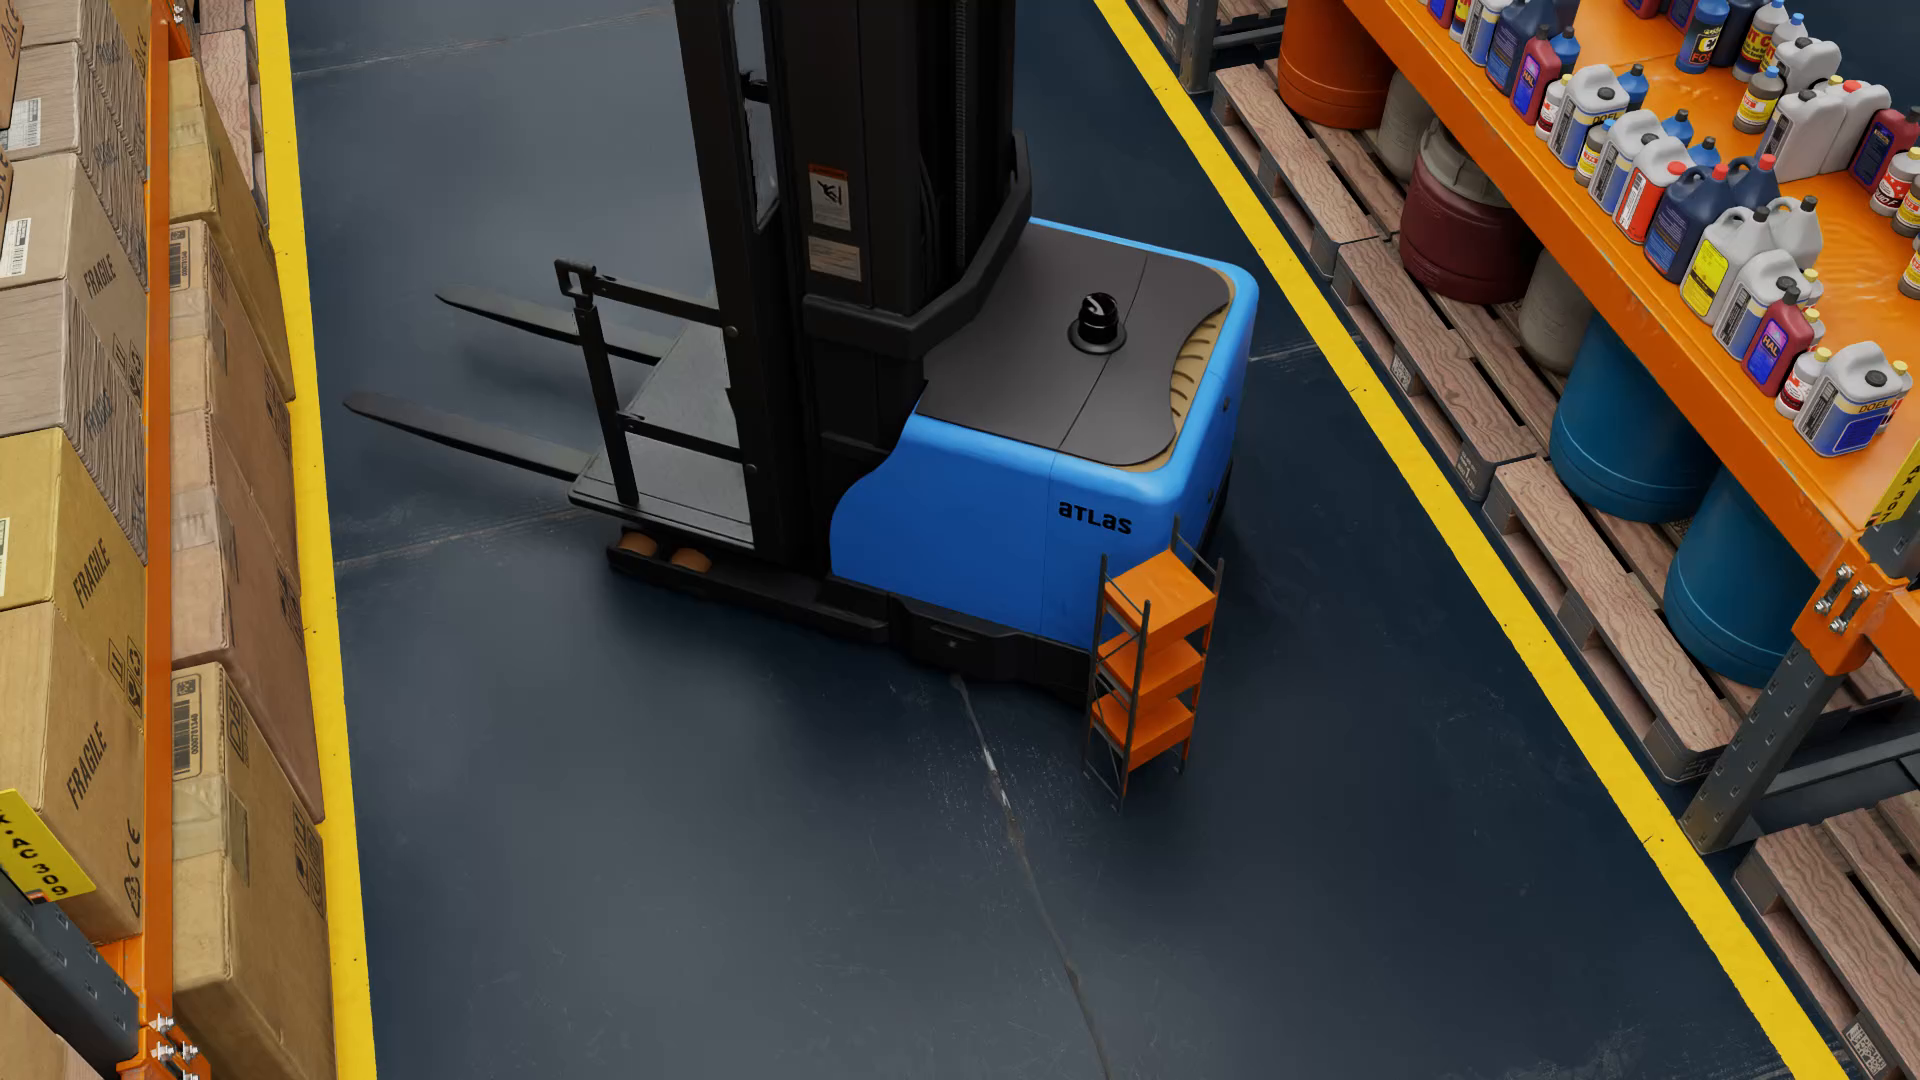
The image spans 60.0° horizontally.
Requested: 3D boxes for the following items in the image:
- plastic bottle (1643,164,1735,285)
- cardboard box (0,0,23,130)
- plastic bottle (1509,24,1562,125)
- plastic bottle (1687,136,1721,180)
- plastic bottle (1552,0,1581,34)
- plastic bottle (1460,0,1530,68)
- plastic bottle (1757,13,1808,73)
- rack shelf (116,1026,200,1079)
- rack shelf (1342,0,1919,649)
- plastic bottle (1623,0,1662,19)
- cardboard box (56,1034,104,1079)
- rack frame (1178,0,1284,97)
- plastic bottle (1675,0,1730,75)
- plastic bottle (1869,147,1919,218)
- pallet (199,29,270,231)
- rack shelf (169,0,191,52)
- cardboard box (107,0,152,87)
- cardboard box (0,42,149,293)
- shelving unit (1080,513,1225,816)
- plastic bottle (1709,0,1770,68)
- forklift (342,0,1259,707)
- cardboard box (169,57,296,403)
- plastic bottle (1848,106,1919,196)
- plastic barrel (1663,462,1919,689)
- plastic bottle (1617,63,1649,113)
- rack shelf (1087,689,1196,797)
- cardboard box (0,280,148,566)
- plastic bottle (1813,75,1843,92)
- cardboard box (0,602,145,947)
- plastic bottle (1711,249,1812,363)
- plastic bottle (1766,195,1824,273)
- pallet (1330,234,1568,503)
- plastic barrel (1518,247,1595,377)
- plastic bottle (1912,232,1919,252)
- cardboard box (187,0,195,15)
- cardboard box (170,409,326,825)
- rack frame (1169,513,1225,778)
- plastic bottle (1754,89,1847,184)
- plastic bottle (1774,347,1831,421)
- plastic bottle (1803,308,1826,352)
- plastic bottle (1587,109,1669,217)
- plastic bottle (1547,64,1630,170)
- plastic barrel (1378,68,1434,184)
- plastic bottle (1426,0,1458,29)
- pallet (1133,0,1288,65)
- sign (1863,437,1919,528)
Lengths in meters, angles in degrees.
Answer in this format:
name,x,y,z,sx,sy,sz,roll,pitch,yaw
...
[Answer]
name,x,y,z,sx,sy,sz,roll,pitch,yaw
plastic bottle,2.023,-0.896,4.576,0.144,0.351,0.185,-13,51,-11
cardboard box,-2.862,-1.322,4.181,0.797,0.503,0.637,-12,51,-10
plastic bottle,1.759,-1.418,5.060,0.061,0.283,0.133,-13,51,-11
plastic bottle,2.093,-1.030,4.740,0.097,0.271,0.097,0,50,0
plastic bottle,1.857,-1.698,5.252,0.144,0.351,0.185,-13,51,-11
plastic bottle,1.708,-1.659,5.268,0.152,0.276,0.135,-13,51,-11
plastic bottle,2.538,-1.499,5.136,0.097,0.271,0.097,0,50,0
rack shelf,-1.478,2.633,2.039,1.077,0.370,4.000,-13,51,-11
rack shelf,2.070,-1.408,5.446,1.077,0.370,4.000,-13,51,-11
plastic bottle,2.261,-1.862,5.434,0.061,0.283,0.133,-13,51,-11
cardboard box,-1.689,1.156,2.717,0.500,0.250,0.500,-14,51,-12
rack frame,1.479,-3.101,6.402,1.000,3.000,0.127,-13,51,-11
plastic bottle,2.343,-1.608,5.228,0.097,0.271,0.097,0,50,0
plastic bottle,2.715,-1.040,4.795,0.097,0.201,0.097,0,50,0
pallet,-3.482,-1.653,7.006,1.003,0.211,1.213,-13,51,-11
rack shelf,-3.844,-3.210,6.965,1.077,0.370,4.000,-13,51,-11
cardboard box,-2.870,-1.709,5.163,0.500,0.500,0.500,-12,51,-10
cardboard box,-2.572,-0.965,4.536,0.500,0.500,0.500,-15,51,-12
shelving unit,0.531,0.384,4.740,0.252,1.050,0.215,-27,55,-21
plastic bottle,2.445,-1.693,5.248,0.144,0.351,0.185,-13,51,-11
forklift,-0.650,-1.122,4.779,3.031,2.935,1.130,16,52,13
cardboard box,-3.069,-0.923,5.681,1.225,0.875,0.875,-15,52,-13
plastic bottle,2.698,-1.155,4.838,0.061,0.283,0.133,-13,51,-11
plastic barrel,2.517,-0.040,4.919,0.600,0.901,0.708,-13,51,-11
plastic bottle,1.984,-1.297,4.966,0.097,0.271,0.097,0,50,0
rack shelf,0.531,0.570,4.960,0.240,0.259,0.215,-27,55,-21
cardboard box,-2.264,-0.217,3.905,0.500,0.500,0.500,-14,51,-12
plastic bottle,2.607,-1.307,5.020,0.097,0.201,0.097,0,50,0
cardboard box,-1.967,0.516,3.288,0.500,0.500,0.500,-13,51,-11
plastic bottle,2.128,-0.621,4.393,0.152,0.276,0.135,-13,51,-11
plastic bottle,2.215,-0.793,4.489,0.144,0.351,0.185,-13,51,-11
pallet,2.109,-0.746,6.241,1.003,0.211,1.213,-13,51,-11
plastic barrel,2.226,-0.864,5.869,0.421,0.512,0.421,0,50,0
plastic bottle,2.772,-0.920,4.648,0.097,0.271,0.097,0,50,0
cardboard box,-3.820,-2.617,7.341,0.700,0.500,0.500,-9,51,-8
cardboard box,-2.543,0.375,4.587,1.225,0.875,0.875,-15,51,-12
rack frame,0.632,0.332,4.784,0.008,1.050,0.200,-27,55,-21
plastic bottle,2.470,-1.205,4.885,0.152,0.276,0.135,-13,51,-11
plastic bottle,2.176,-0.409,4.262,0.097,0.201,0.097,0,50,0
plastic bottle,2.194,-0.520,4.356,0.097,0.201,0.097,0,50,0
plastic bottle,1.939,-1.088,4.786,0.152,0.276,0.135,-13,51,-11
plastic bottle,1.871,-1.257,4.929,0.152,0.276,0.135,-13,51,-11
plastic barrel,1.892,-1.689,6.564,0.421,0.512,0.421,0,50,0
plastic bottle,1.596,-1.820,5.399,0.061,0.283,0.133,-13,51,-11
pallet,1.287,-2.777,7.953,1.003,0.211,1.213,-13,51,-11
sign,2.136,-0.146,3.730,0.100,0.325,0.005,-13,51,-11
